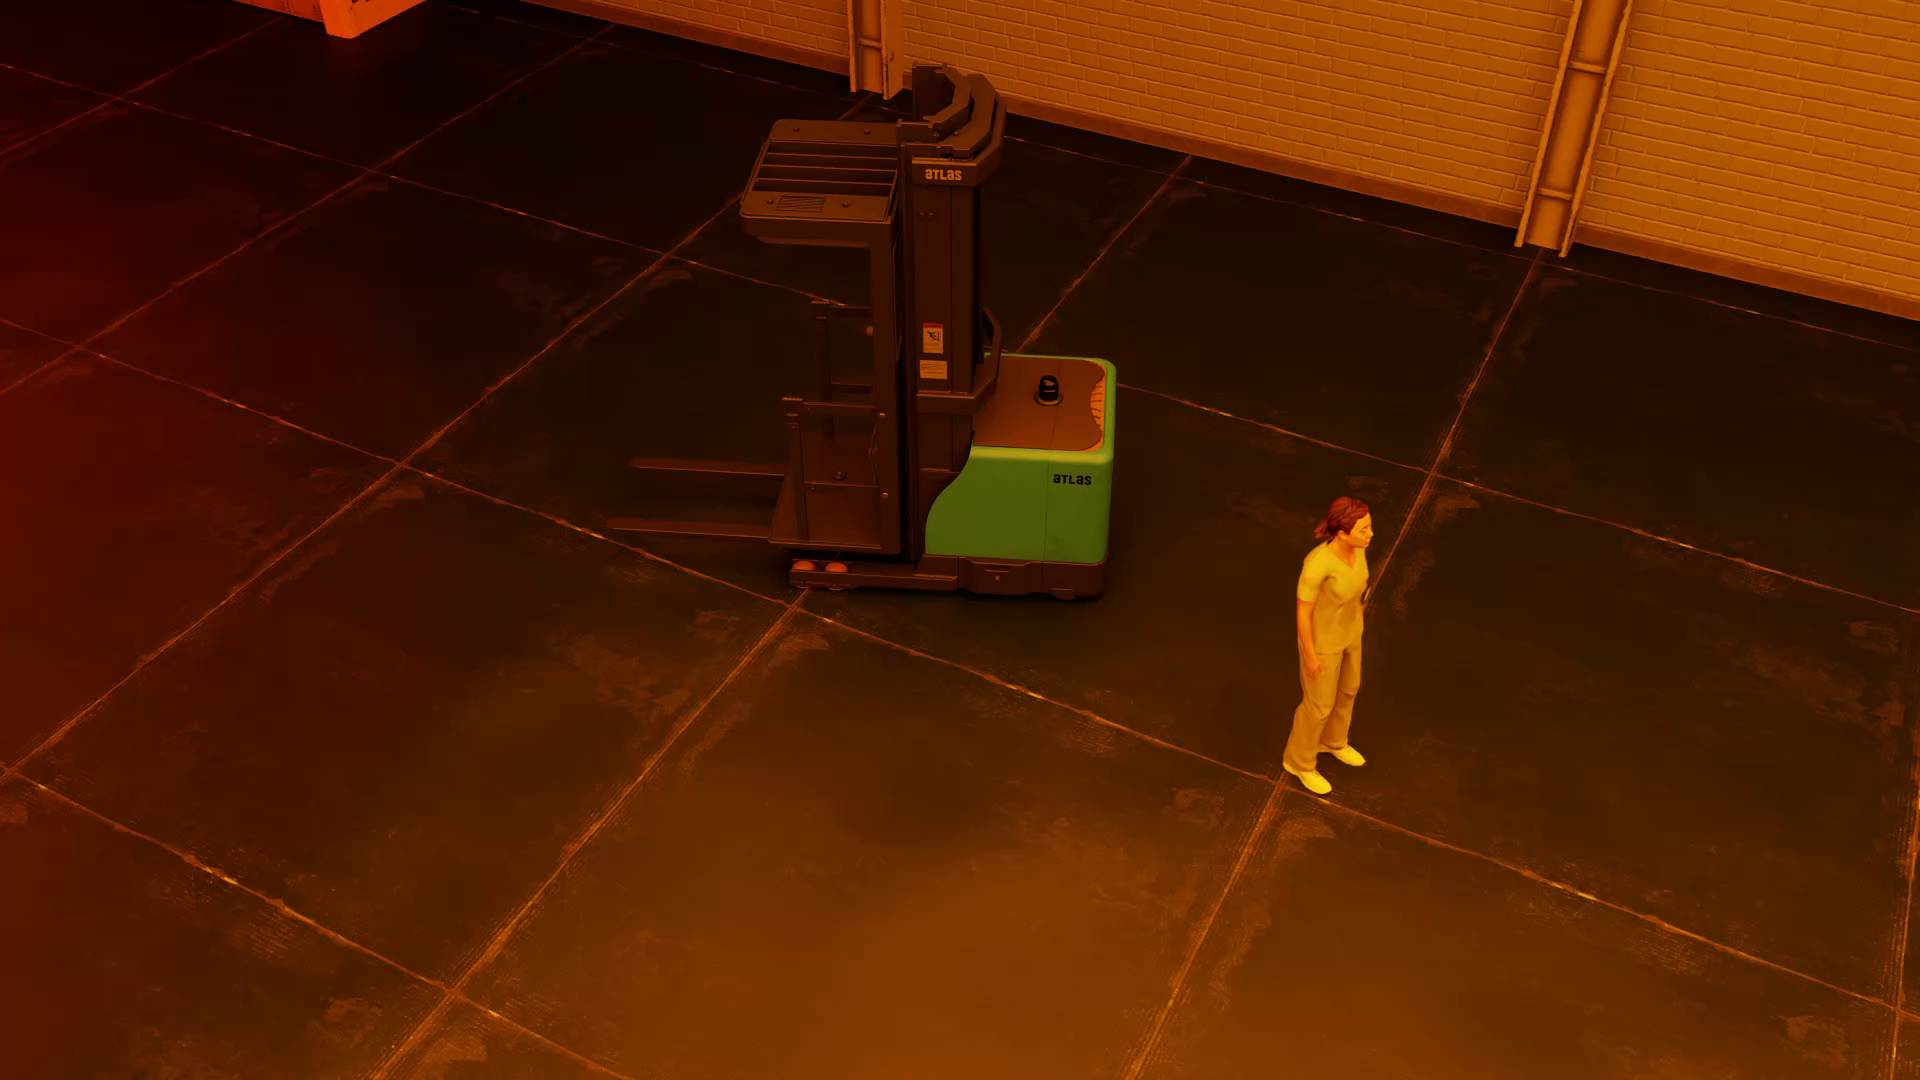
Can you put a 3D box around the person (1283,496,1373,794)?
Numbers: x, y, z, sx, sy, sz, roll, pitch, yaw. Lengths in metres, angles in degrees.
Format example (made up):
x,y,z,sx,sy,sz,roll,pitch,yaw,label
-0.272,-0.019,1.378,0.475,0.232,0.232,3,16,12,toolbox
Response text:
x,y,z,sx,sy,sz,roll,pitch,yaw,label
1.893,0.510,8.368,0.474,1.688,0.523,33,50,33,person

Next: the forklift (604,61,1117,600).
x,y,z,sx,sy,sz,roll,pitch,yaw,label
-0.606,-1.157,9.360,3.031,2.935,1.130,3,40,4,forklift
